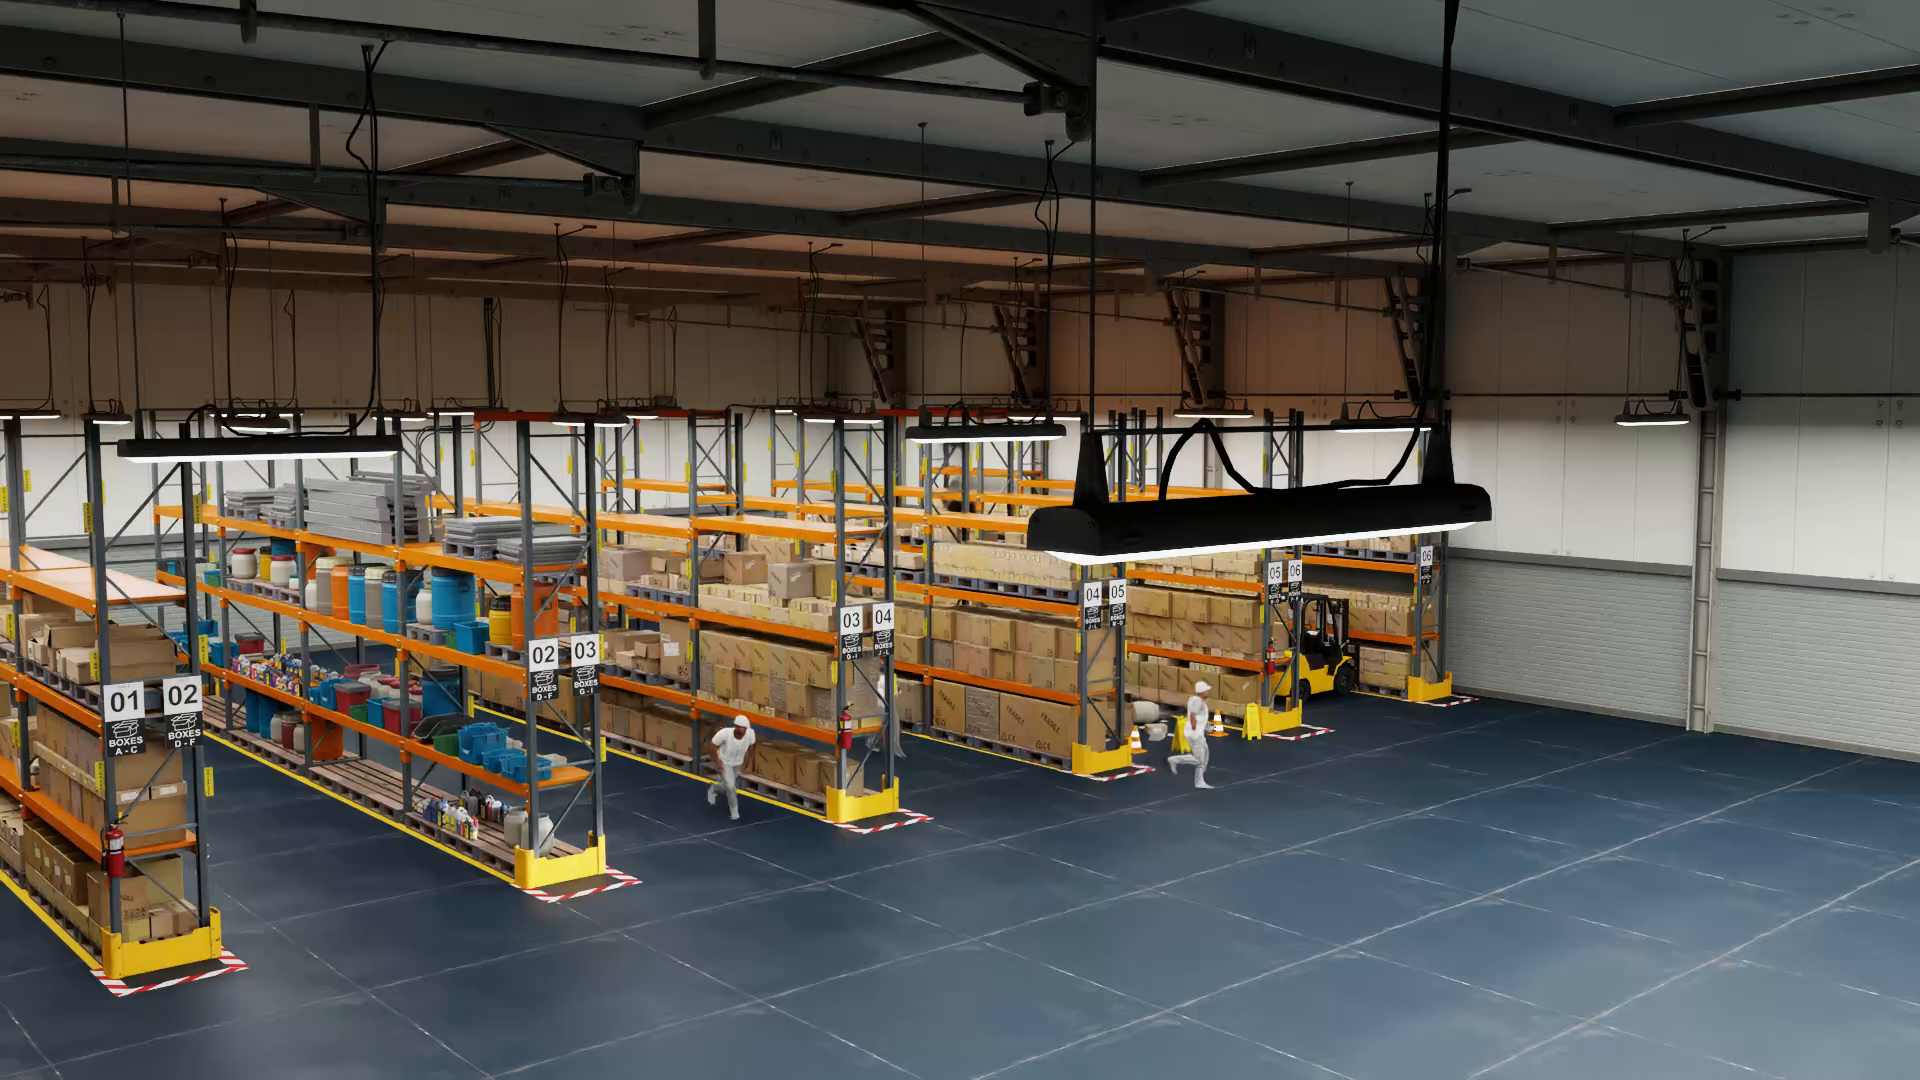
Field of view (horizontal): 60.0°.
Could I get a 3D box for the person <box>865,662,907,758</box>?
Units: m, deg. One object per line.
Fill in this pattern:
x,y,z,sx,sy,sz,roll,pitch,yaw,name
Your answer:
-1.325,2.941,29.067,0.801,1.747,0.583,3,6,28,person

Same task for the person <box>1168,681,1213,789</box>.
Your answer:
3.709,3.140,26.735,0.733,1.744,0.712,0,5,4,person

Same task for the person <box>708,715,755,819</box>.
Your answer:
-3.469,3.360,25.017,0.704,1.593,1.121,-4,6,-36,person
